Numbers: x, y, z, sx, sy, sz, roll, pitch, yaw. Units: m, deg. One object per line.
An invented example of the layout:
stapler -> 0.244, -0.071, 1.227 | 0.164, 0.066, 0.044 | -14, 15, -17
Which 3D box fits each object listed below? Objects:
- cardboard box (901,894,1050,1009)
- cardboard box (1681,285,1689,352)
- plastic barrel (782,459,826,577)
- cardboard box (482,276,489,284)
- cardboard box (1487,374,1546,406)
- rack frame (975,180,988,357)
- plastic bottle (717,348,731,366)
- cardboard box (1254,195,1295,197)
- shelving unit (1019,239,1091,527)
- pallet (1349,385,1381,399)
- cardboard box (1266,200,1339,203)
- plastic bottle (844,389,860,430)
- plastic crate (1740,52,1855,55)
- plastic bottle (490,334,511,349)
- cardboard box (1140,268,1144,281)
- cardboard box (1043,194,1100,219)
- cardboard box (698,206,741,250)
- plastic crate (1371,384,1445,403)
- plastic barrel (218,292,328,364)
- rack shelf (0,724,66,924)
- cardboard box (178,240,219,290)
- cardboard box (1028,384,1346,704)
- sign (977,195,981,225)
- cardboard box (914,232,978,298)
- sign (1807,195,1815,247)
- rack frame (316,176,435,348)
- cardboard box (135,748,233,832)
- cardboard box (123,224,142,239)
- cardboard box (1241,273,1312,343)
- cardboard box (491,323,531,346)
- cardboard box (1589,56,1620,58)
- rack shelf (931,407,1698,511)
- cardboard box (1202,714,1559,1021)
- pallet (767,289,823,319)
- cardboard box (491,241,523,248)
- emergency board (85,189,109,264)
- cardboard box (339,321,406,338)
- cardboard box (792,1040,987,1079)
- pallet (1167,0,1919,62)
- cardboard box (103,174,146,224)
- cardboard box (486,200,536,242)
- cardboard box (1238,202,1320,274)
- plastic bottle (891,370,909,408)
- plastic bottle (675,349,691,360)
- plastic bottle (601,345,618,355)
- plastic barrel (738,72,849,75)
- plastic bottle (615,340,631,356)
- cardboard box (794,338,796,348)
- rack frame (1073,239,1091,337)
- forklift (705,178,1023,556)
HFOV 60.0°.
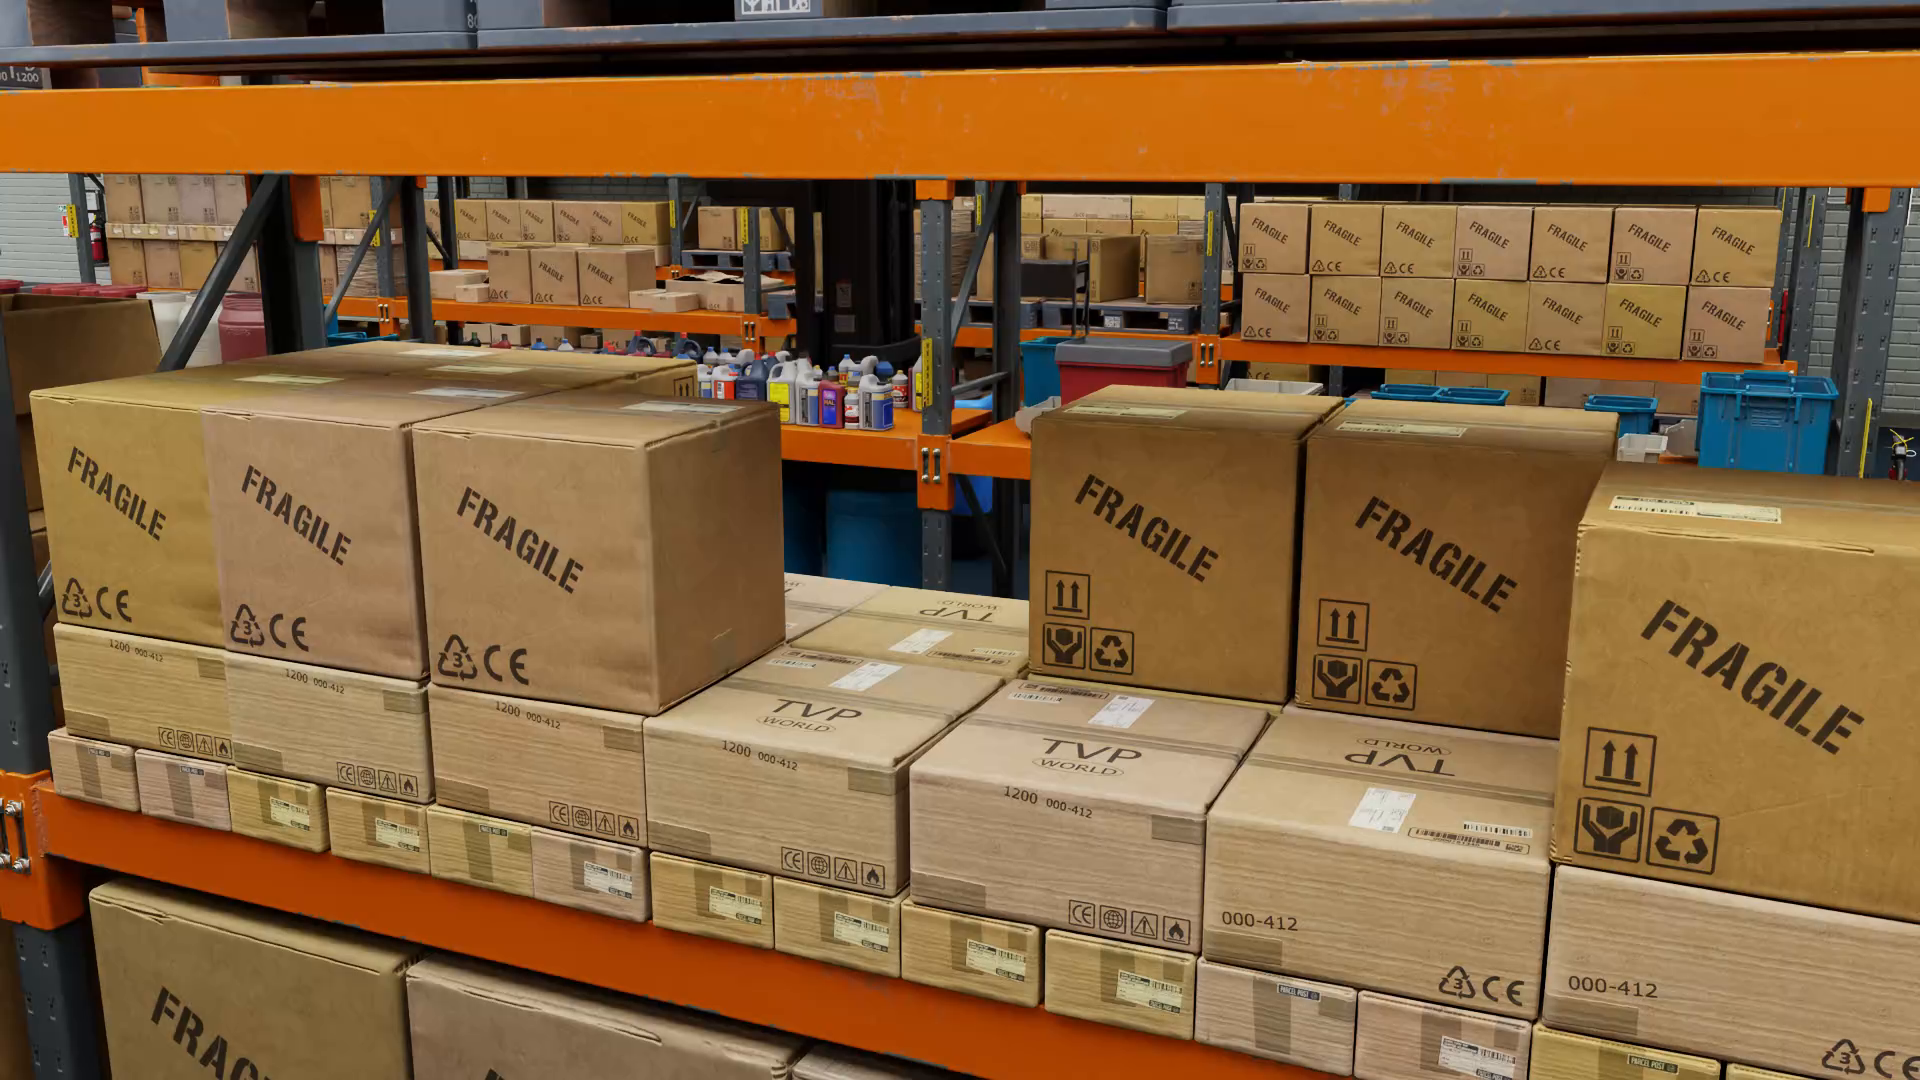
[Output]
cardboard box -> 0.088, 0.655, 2.946 | 0.250, 0.149, 0.380 | 6, 14, 23
cardboard box -> 4.962, -1.645, 11.981 | 0.500, 0.500, 0.500 | 6, 14, 23
plastic barrel -> -1.070, -0.092, 9.254 | 0.708, 0.901, 0.600 | 6, 14, 23
cardboard box -> -4.359, -2.456, 15.948 | 0.258, 0.266, 0.396 | 5, 14, 22
cardboard box -> 5.649, -1.660, 16.818 | 0.500, 0.500, 0.700 | 6, 15, 25
rack frame -> 0.423, -3.229, 18.949 | 0.127, 3.000, 1.000 | 6, 14, 23
plastic bottle -> -1.355, -0.973, 9.616 | 0.097, 0.271, 0.097 | 0, 13, 0
cardboard box -> 3.285, -3.571, 17.852 | 0.500, 0.250, 0.500 | 6, 14, 24
shelving unit -> 0.580, -0.980, 11.333 | 0.503, 2.100, 0.431 | 4, 14, 18
pallet -> 4.744, -1.414, 17.321 | 1.213, 0.211, 1.003 | 6, 14, 23
cardboard box -> 2.645, -2.366, 12.866 | 0.500, 0.500, 0.500 | 6, 14, 24
plastic bottle -> -0.541, -0.667, 8.465 | 0.097, 0.201, 0.097 | 0, 13, 0
plastic crate -> 3.486, -1.910, 7.048 | 0.590, 0.269, 0.497 | 6, 14, 23
plastic bottle -> -2.836, -1.133, 10.273 | 0.133, 0.283, 0.061 | 6, 14, 23
cardboard box -> 2.037, -2.898, 18.044 | 0.250, 0.149, 0.380 | 6, 14, 24
cardboard box -> 1.226, -3.652, 18.196 | 0.500, 0.250, 0.500 | 6, 14, 22
cardboard box -> -2.782, -3.808, 20.234 | 0.500, 0.500, 0.700 | 6, 14, 23
plastic crate -> 2.154, -0.608, 8.016 | 0.300, 0.233, 0.416 | 6, 14, 23
plastic barrel -> -4.136, -1.205, 10.028 | 0.708, 0.536, 0.600 | 6, 14, 23
rack shelf -> -3.767, 0.410, 5.015 | 4.000, 0.370, 1.077 | 6, 14, 23
cardboard box -> -7.539, -2.842, 17.082 | 0.500, 0.500, 0.700 | 6, 14, 24
cardboard box -> 0.456, -0.015, 3.290 | 0.500, 0.500, 0.500 | 5, 14, 22
sign -> 0.212, -3.640, 18.339 | 0.005, 0.325, 0.100 | 6, 14, 23
cardboard box -> -0.199, -2.288, 13.800 | 0.500, 0.500, 0.700 | 9, 16, 34
sign -> 5.492, -2.057, 10.729 | 0.005, 0.325, 0.100 | 6, 14, 23
rack frame -> -3.589, -1.160, 10.131 | 0.127, 3.000, 1.000 | 6, 14, 23
cardboard box -> -1.562, 0.488, 3.657 | 0.250, 0.149, 0.380 | 5, 14, 21
cardboard box -> -8.380, -3.193, 17.159 | 0.250, 0.149, 0.380 | 5, 14, 22
cardboard box -> 2.433, -1.768, 12.506 | 0.500, 0.500, 0.500 | 6, 15, 25
cardboard box -> -5.774, -2.739, 21.783 | 0.500, 0.311, 0.500 | 7, 15, 28
cardboard box -> 4.249, -3.172, 11.374 | 0.500, 0.250, 0.500 | 6, 14, 23
rack shelf -> 1.896, -0.254, 7.847 | 4.000, 0.370, 1.077 | 6, 14, 23
cardboard box -> 0.705, 0.507, 2.706 | 0.500, 0.250, 0.500 | 6, 14, 22
pallet -> -0.931, -2.052, 14.355 | 1.003, 0.211, 1.213 | 6, 14, 23
cardboard box -> -5.630, -3.701, 21.245 | 0.500, 0.250, 0.500 | 6, 14, 22
emergency board -> -13.630, -4.877, 25.972 | 0.643, 1.169, 0.194 | 6, 14, 23
cardboard box -> -5.994, -1.948, 16.948 | 0.500, 0.500, 0.500 | 6, 14, 23
cardboard box -> 0.269, 1.318, 3.302 | 0.875, 0.875, 0.875 | 6, 14, 23
pallet -> 1.036, -0.869, 2.518 | 1.213, 0.211, 1.003 | 6, 14, 23
cardboard box -> -8.424, -3.564, 17.317 | 0.500, 0.500, 0.700 | 6, 14, 23
cardboard box -> -5.659, -4.067, 21.164 | 0.500, 0.500, 0.500 | 5, 14, 21
cardboard box -> 2.394, -2.257, 12.399 | 0.500, 0.500, 0.500 | 6, 15, 25
plastic bottle -> -0.330, -0.835, 9.182 | 0.097, 0.201, 0.097 | 0, 13, 0
plastic bottle -> -1.591, -0.961, 9.565 | 0.097, 0.271, 0.097 | 0, 13, 0
plastic bottle -> -1.912, -0.884, 9.064 | 0.185, 0.351, 0.144 | 6, 14, 23
plastic barrel -> -0.849, -2.588, 8.320 | 0.600, 0.588, 0.600 | 0, 13, 0
plastic bottle -> -2.002, -1.049, 9.913 | 0.133, 0.283, 0.061 | 6, 14, 23
cardboard box -> -1.611, -2.439, 20.090 | 0.500, 0.500, 0.700 | 6, 14, 24
rack frame -> 0.812, -0.962, 11.260 | 0.015, 2.100, 0.400 | 4, 14, 18
forklift -> -1.121, -1.499, 11.728 | 3.031, 2.935, 1.130 | 4, 14, 18
